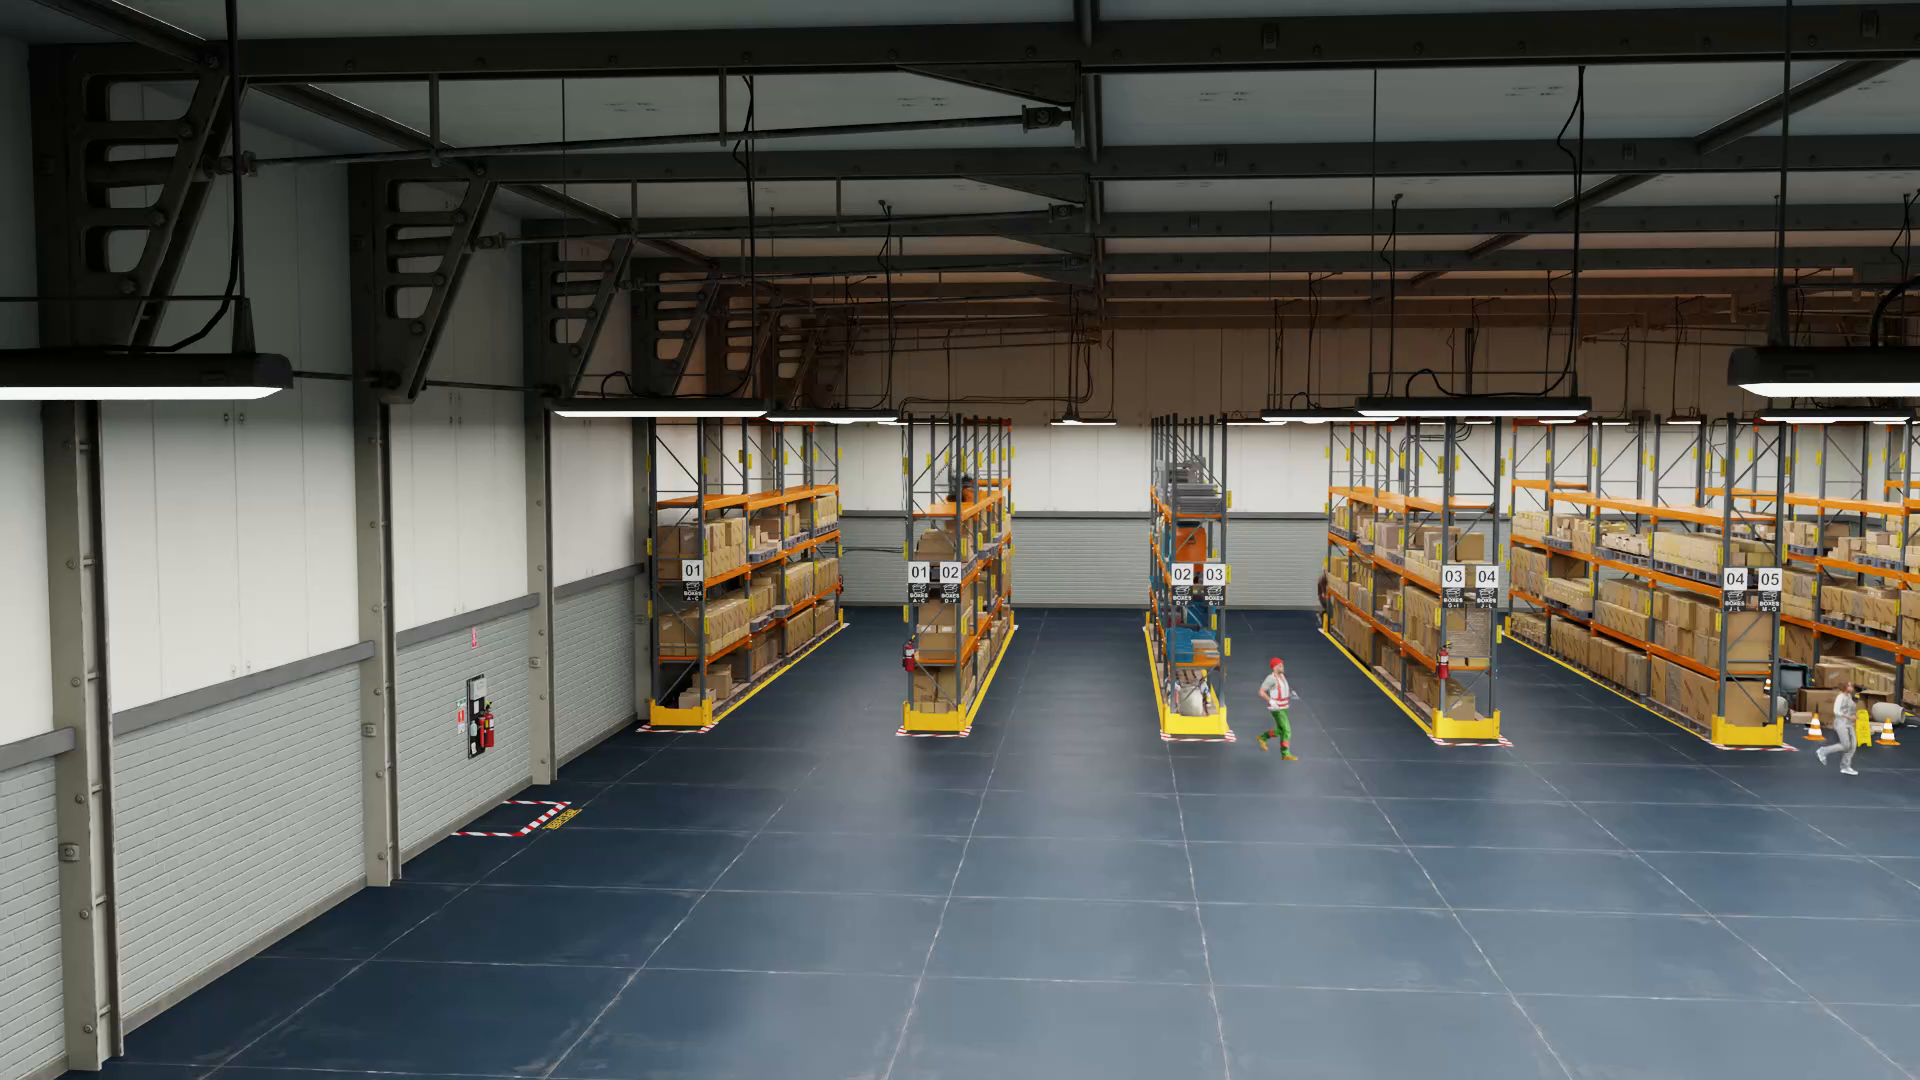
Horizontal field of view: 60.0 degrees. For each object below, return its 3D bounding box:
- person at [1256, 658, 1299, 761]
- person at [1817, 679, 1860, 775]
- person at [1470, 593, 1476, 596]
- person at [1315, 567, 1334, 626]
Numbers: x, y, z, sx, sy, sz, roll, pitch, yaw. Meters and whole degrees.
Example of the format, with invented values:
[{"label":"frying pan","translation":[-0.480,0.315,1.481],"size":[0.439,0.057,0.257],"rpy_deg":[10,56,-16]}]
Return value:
[{"label":"person","translation":[5.472,2.912,28.727],"size":[0.850,1.758,0.668],"rpy_deg":[3,5,38]},{"label":"person","translation":[14.637,3.094,27.586],"size":[0.538,1.541,0.623],"rpy_deg":[-3,5,-41]},{"label":"person","translation":[13.897,1.862,45.347],"size":[0.659,1.682,0.796],"rpy_deg":[1,4,15]},{"label":"person","translation":[10.572,1.665,48.026],"size":[0.621,1.654,0.723],"rpy_deg":[1,4,7]}]
